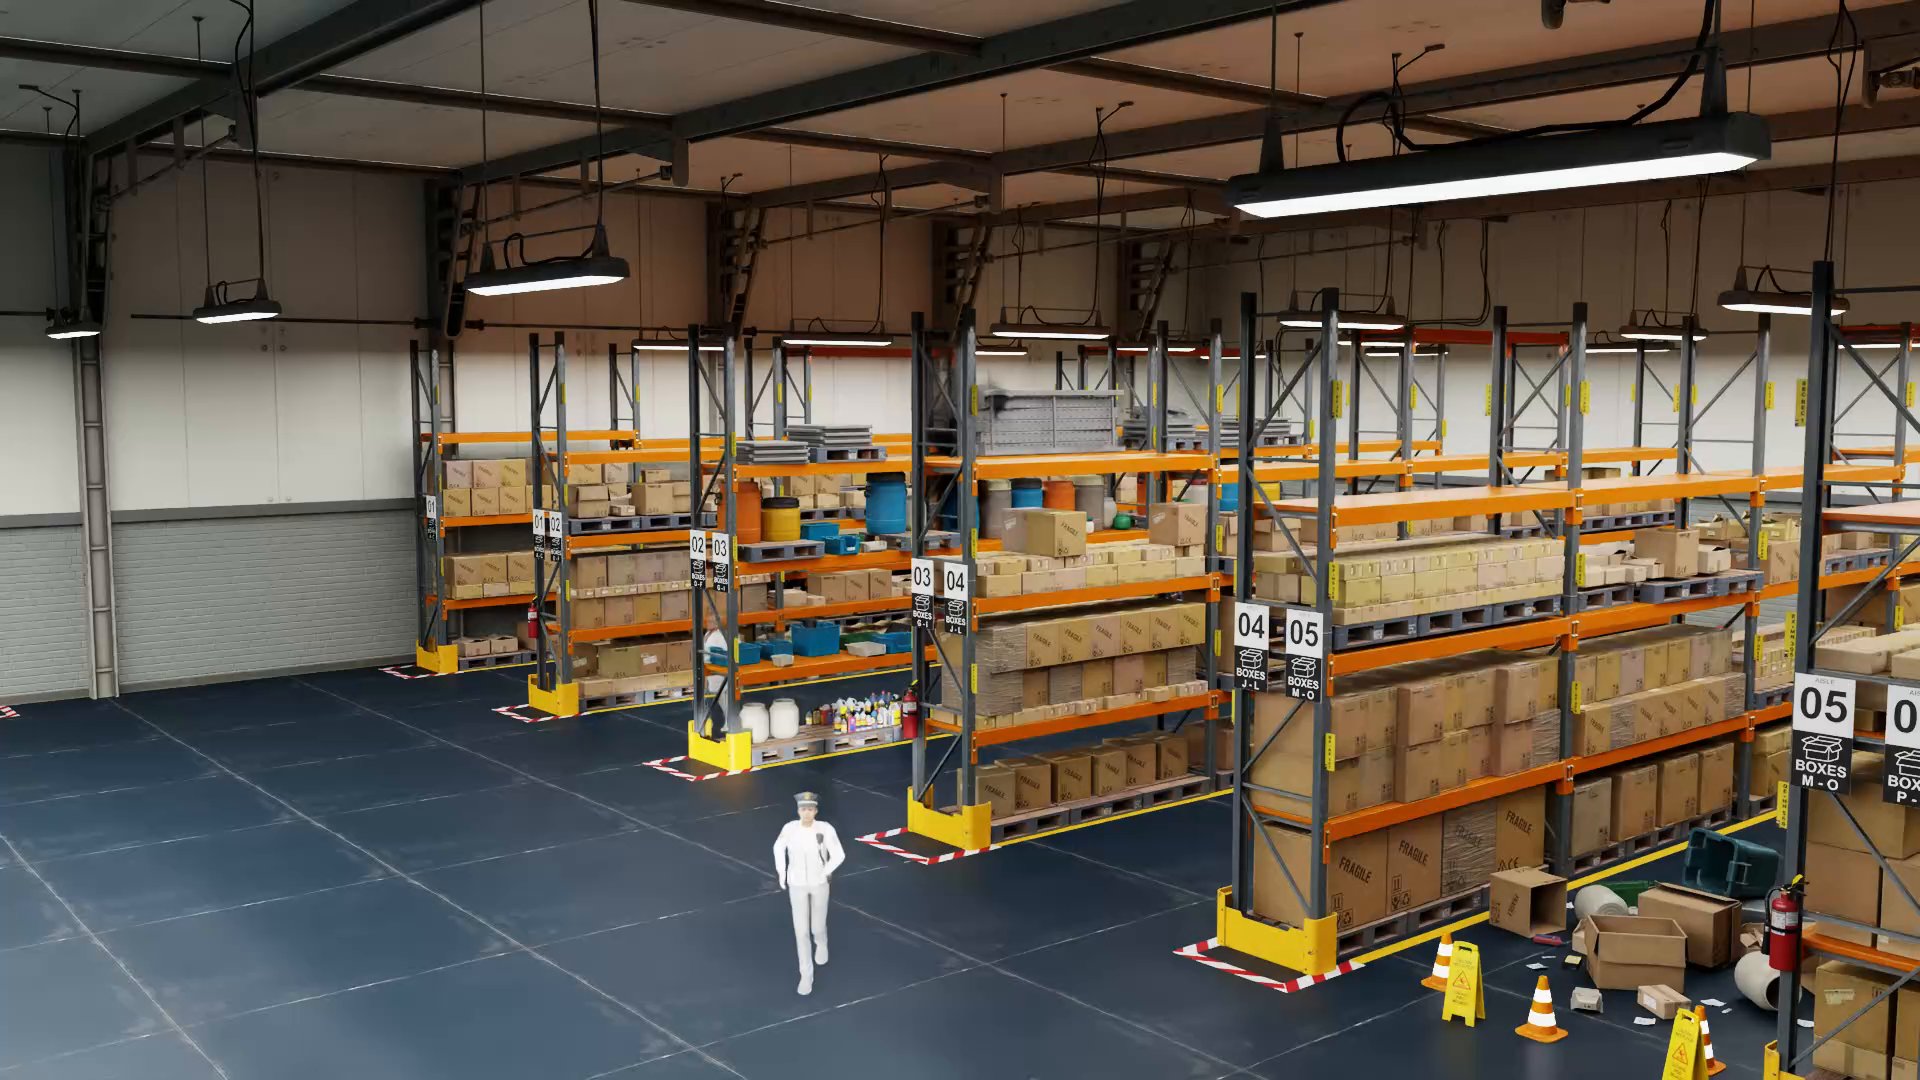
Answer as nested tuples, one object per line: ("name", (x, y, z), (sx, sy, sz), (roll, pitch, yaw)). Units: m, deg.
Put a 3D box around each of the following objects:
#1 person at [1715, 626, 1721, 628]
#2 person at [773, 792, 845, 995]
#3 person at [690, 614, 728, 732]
("person", (10.752, 2.101, 23.689), (0.603, 1.749, 0.636), (-4, 7, -38))
("person", (-1.315, 2.998, 14.456), (0.630, 1.691, 0.784), (0, 5, -1))
("person", (-3.638, 2.009, 24.509), (0.676, 1.839, 0.832), (5, 7, 44))
